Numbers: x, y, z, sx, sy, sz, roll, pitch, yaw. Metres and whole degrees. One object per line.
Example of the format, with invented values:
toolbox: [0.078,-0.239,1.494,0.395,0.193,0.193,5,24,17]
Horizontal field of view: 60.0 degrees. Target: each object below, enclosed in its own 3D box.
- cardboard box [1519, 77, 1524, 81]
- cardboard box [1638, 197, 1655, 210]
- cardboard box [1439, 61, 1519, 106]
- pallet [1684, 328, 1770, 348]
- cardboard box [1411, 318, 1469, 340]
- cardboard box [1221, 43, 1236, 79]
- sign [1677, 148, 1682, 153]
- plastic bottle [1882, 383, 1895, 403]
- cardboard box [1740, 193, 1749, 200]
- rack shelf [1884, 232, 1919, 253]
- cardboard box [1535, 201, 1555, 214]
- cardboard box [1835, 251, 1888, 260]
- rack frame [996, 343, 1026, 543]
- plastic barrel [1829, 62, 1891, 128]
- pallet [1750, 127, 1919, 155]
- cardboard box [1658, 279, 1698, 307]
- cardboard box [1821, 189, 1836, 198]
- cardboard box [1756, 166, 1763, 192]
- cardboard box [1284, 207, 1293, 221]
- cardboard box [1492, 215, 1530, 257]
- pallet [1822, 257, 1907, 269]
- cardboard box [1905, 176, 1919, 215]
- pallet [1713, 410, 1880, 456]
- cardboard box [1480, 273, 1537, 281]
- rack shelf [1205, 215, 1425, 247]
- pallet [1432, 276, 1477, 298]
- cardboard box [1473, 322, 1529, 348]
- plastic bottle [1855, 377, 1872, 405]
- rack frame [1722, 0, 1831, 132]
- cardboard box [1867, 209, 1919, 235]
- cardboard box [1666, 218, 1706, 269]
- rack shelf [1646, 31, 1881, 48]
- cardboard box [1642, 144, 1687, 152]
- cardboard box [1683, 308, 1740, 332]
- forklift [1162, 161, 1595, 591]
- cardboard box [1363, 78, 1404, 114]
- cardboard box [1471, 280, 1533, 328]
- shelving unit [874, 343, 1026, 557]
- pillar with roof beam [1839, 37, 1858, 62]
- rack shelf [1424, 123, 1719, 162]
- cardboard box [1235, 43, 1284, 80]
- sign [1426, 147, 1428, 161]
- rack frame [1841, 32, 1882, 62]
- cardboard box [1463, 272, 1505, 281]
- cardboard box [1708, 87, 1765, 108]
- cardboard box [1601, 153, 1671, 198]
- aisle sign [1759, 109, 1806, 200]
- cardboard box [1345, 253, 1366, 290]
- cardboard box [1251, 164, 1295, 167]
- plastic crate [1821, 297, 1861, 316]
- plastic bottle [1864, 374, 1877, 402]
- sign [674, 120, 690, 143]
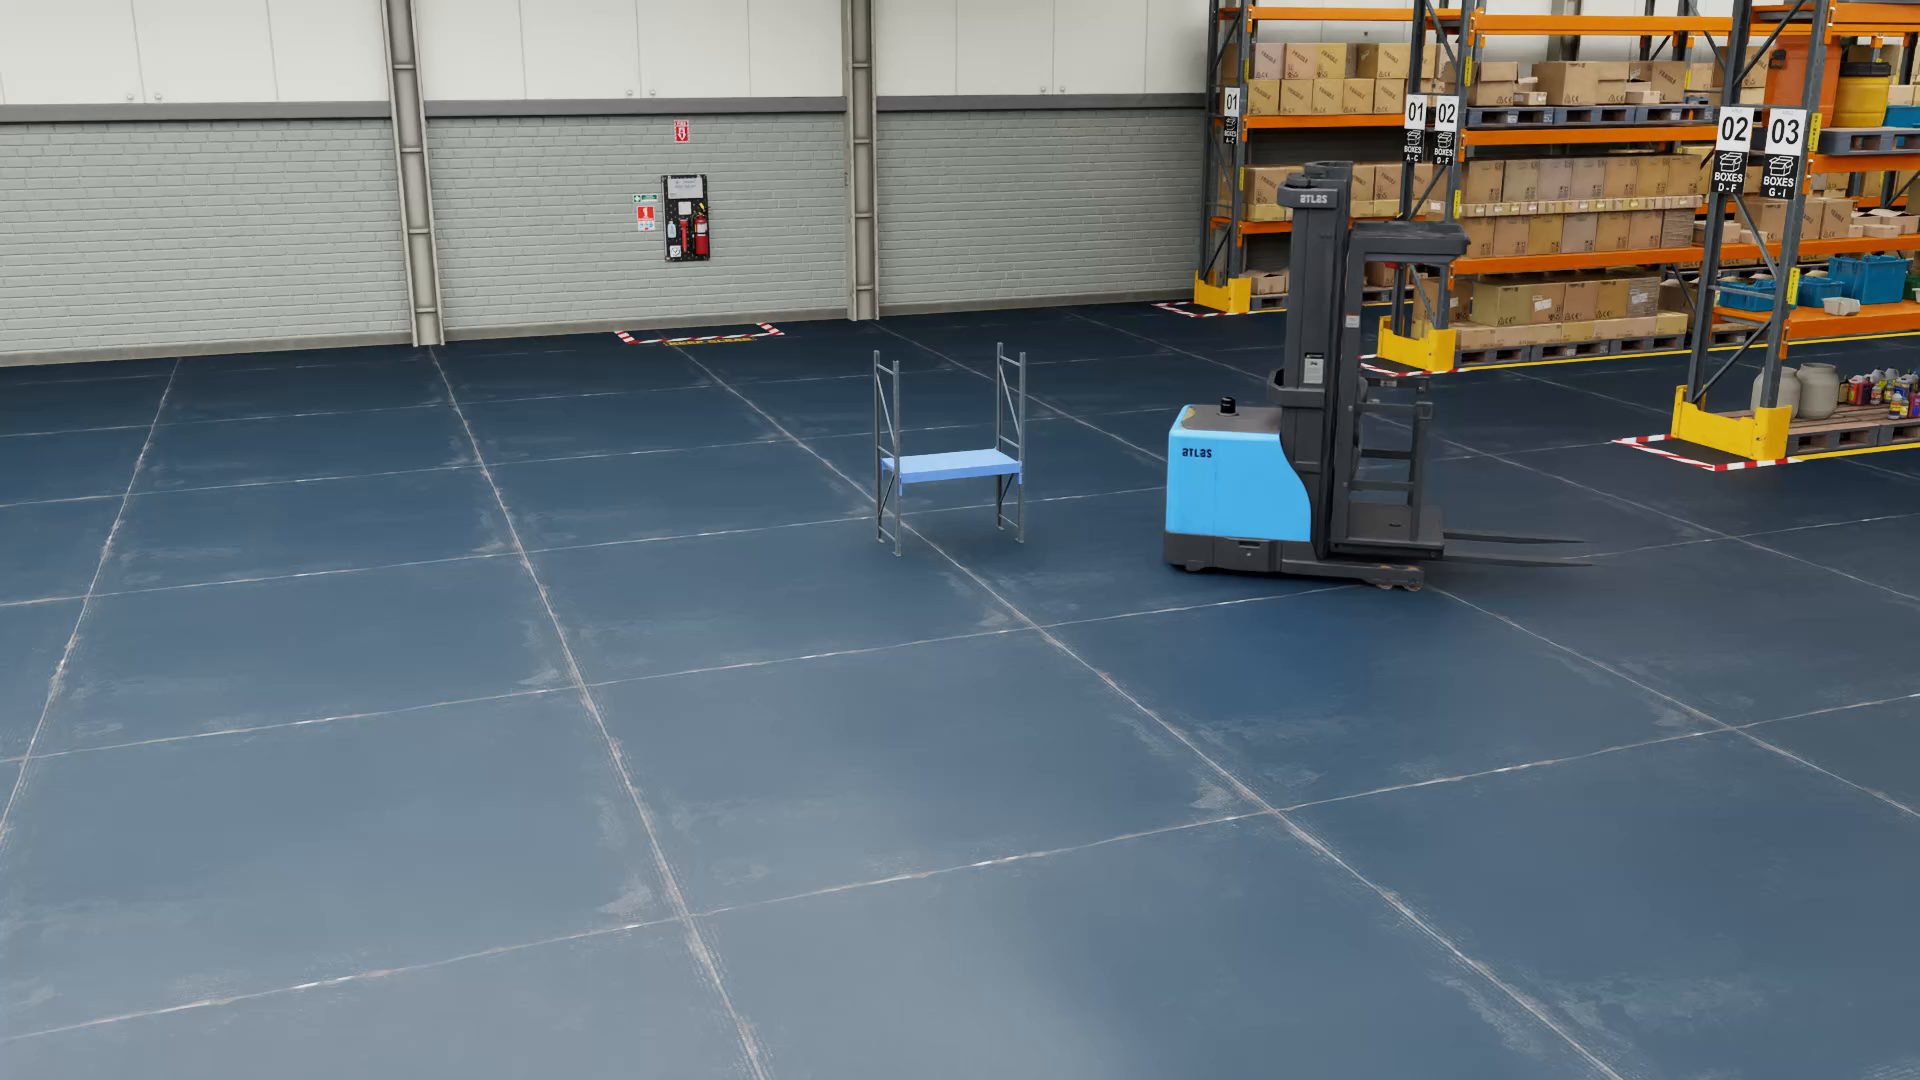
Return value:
cardboard box: [8.711,-7.033,25.812,0.500,0.311,0.500,-6,17,-18]
cardboard box: [8.476,-4.233,20.860,0.250,0.149,0.380,-6,17,-20]
cardboard box: [6.176,-5.446,19.821,0.637,0.503,0.797,-5,17,-16]
pallet: [10.047,-2.782,22.198,1.213,0.211,1.003,-6,17,-20]
cardboard box: [6.033,-2.646,20.921,0.500,0.250,0.500,-6,17,-20]
cardboard box: [4.171,-7.024,24.382,0.500,0.500,0.500,-5,17,-18]
sign: [11.535,-6.117,26.692,0.005,0.325,0.100,-6,17,-20]
plastic bottle: [9.577,-1.520,17.137,0.097,0.201,0.097,0,16,0]
cardboard box: [12.914,-5.740,27.732,0.250,0.149,0.380,-6,17,-19]
rack shelf: [14.976,-4.295,23.678,4.000,0.370,1.077,-6,17,-20]
cardboard box: [7.045,-4.079,20.336,0.250,0.149,0.380,-7,18,-22]
cardboard box: [15.802,-5.196,29.158,0.500,0.500,0.700,-6,17,-19]
rack frame: [0.395,-0.762,13.032,0.032,1.500,0.500,-6,17,-20]
plastic barrel: [8.426,-4.208,15.701,0.600,0.588,0.600,0,16,0]
pallet: [8.214,-3.735,15.505,1.213,0.211,1.003,-6,17,-20]
cardboard box: [9.649,-3.303,22.162,0.500,0.311,0.500,-6,17,-20]
cardboard box: [14.626,-5.894,28.255,0.250,0.149,0.380,-6,17,-19]
cardboard box: [13.317,-6.078,27.732,0.500,0.500,0.500,-6,17,-19]
cardboard box: [4.911,-4.895,24.673,0.500,0.250,0.500,-7,18,-22]
cardboard box: [6.567,-3.778,20.463,0.500,0.500,0.700,-6,17,-19]
pallet: [15.805,-4.863,29.284,1.213,0.211,1.003,-6,17,-20]
cardboard box: [13.656,-4.781,23.134,0.500,0.500,0.700,-13,21,-38]
pallet: [8.221,-1.091,16.439,1.213,0.211,1.003,-6,17,-20]
cardboard box: [6.961,-3.111,21.173,0.500,0.500,0.500,-6,17,-20]
rack shelf: [5.729,-4.792,25.368,4.000,0.370,1.077,-6,17,-20]
pallet: [8.323,-4.079,26.615,1.213,0.211,1.003,-6,17,-20]
cardboard box: [6.684,-2.561,20.631,0.500,0.250,0.500,-6,17,-20]
plastic bottle: [9.249,-1.527,17.015,0.133,0.283,0.061,-6,17,-20]
rack frame: [7.407,-5.207,14.859,0.127,3.000,1.000,-6,17,-20]
cardboard box: [12.753,-4.371,22.817,0.500,0.311,0.500,-5,17,-17]
cardboard box: [12.066,-4.951,27.706,0.750,0.750,0.750,-6,18,-21]
rack shelf: [13.200,-8.285,27.326,4.000,0.370,1.077,-6,17,-20]
cardboard box: [11.663,-6.416,27.551,0.500,0.250,0.500,-6,17,-19]
cardboard box: [9.838,-2.893,21.761,0.500,0.250,0.500,-7,18,-21]
forklift: [3.076,-1.208,12.010,3.031,2.935,1.130,4,17,13]
cardboard box: [6.233,-6.606,24.733,0.500,0.500,0.500,-7,18,-22]
cardboard box: [6.684,-2.921,20.524,0.500,0.500,0.500,-6,17,-20]
shelving unit: [-0.080,-0.711,12.858,1.048,1.500,0.538,-6,17,-20]
pillar with roof beam: [16.952,-8.189,25.013,0.400,9.000,9.100,-6,17,-20]
rack shelf: [7.505,-4.928,20.509,4.000,0.370,1.077,-6,17,-20]
cardboard box: [4.308,-6.887,23.915,0.500,0.500,0.500,-8,18,-24]
sign: [7.395,-6.040,26.287,0.005,0.325,0.100,-6,17,-20]
rack frame: [15.067,-9.023,27.855,0.127,3.000,1.000,-6,17,-20]
cardboard box: [8.278,-4.429,26.512,0.500,0.500,0.700,-6,17,-18]
cardboard box: [9.952,-5.664,21.259,0.500,0.250,0.500,-4,17,-14]
cardboard box: [8.490,-4.608,20.987,0.500,0.500,0.700,-6,17,-20]
aisle sign: [7.444,-3.492,15.051,0.004,0.787,0.394,-6,17,-20]
cardboard box: [5.775,-4.111,25.430,0.500,0.500,0.700,-7,18,-24]
cardboard box: [4.700,-5.384,25.009,0.500,0.500,0.500,-6,17,-19]
plastic crate: [8.358,-2.208,15.760,0.250,0.136,0.298,-6,17,-20]
plastic bottle: [9.340,-1.566,17.159,0.135,0.276,0.152,-7,18,-22]
sign: [-3.761,-5.527,22.481,0.199,0.298,0.001,-6,17,-20]
